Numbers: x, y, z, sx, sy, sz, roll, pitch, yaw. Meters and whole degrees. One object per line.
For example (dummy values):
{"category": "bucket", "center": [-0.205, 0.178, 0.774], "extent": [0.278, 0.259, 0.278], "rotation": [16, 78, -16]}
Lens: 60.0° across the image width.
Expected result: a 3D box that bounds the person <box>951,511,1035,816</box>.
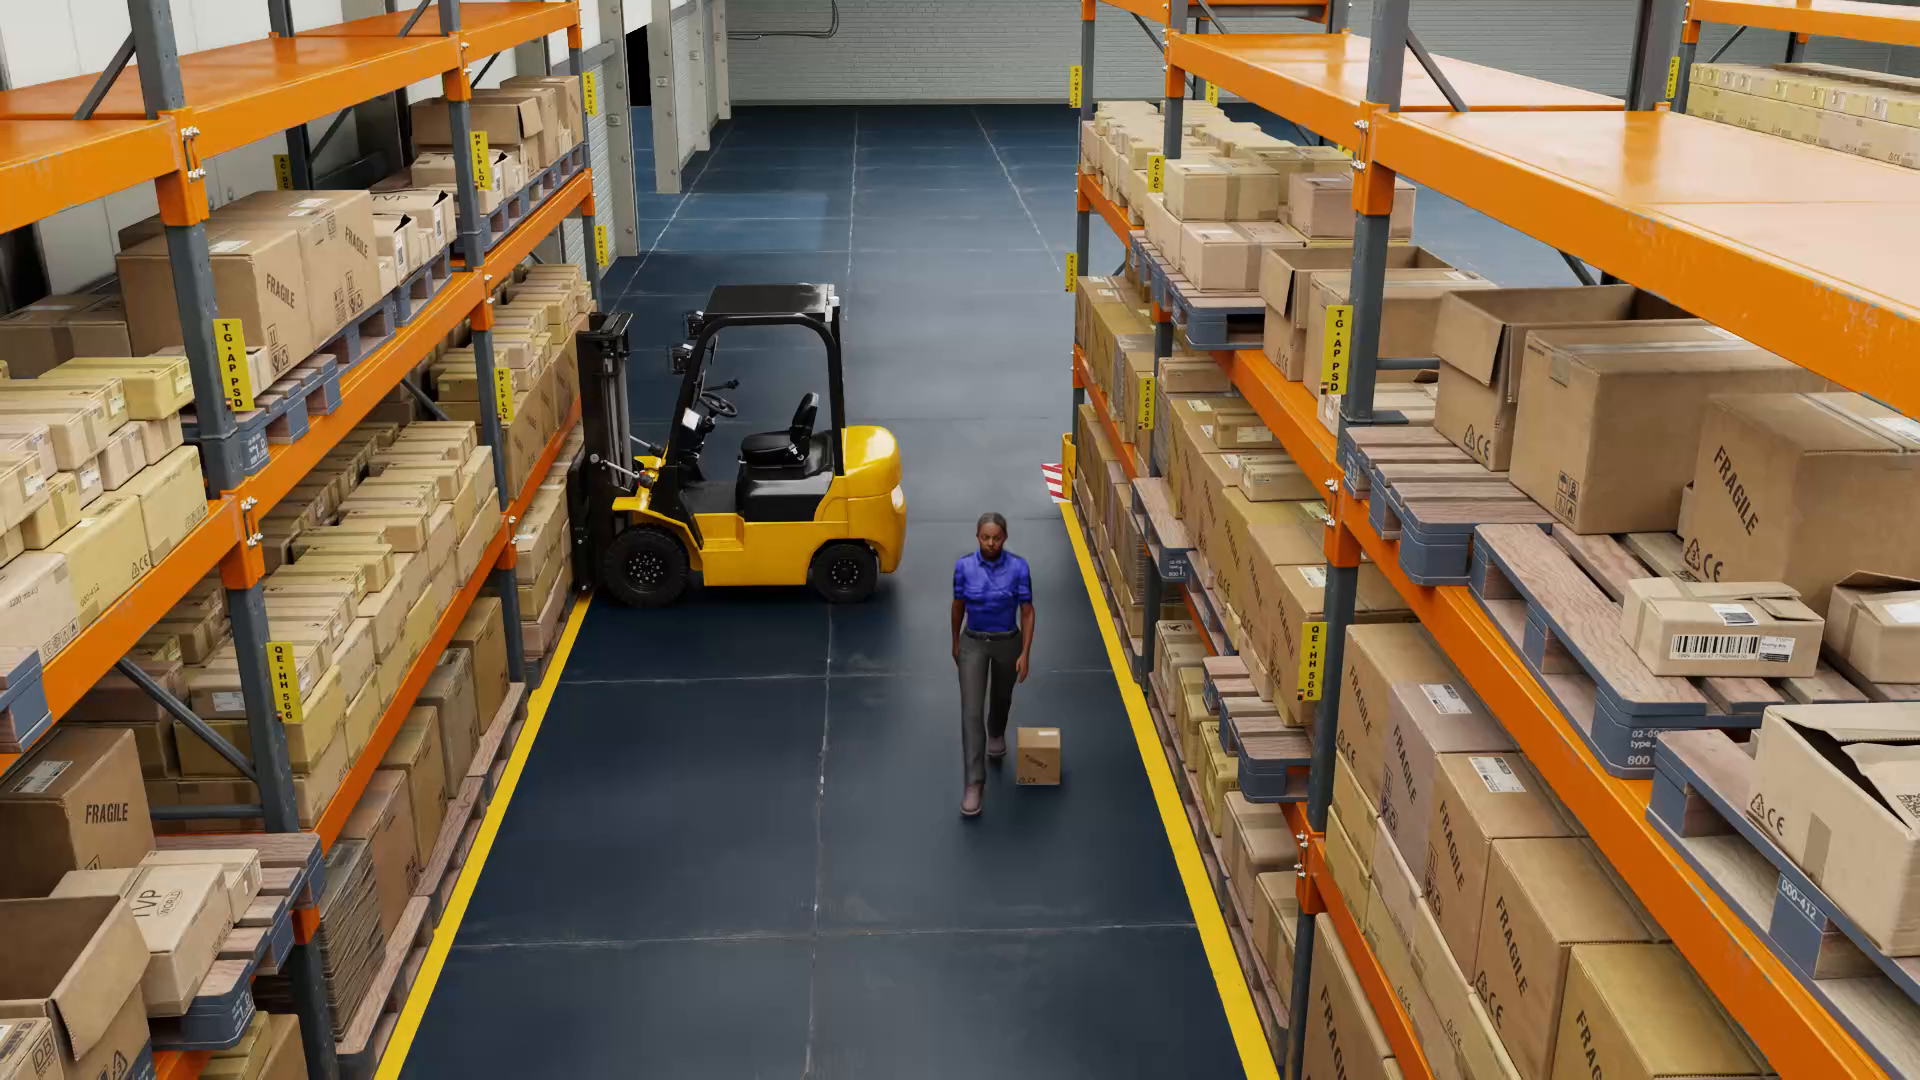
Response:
{"category": "person", "center": [0.186, 0.632, 9.371], "extent": [0.468, 1.585, 0.984], "rotation": [0, 21, -1]}
